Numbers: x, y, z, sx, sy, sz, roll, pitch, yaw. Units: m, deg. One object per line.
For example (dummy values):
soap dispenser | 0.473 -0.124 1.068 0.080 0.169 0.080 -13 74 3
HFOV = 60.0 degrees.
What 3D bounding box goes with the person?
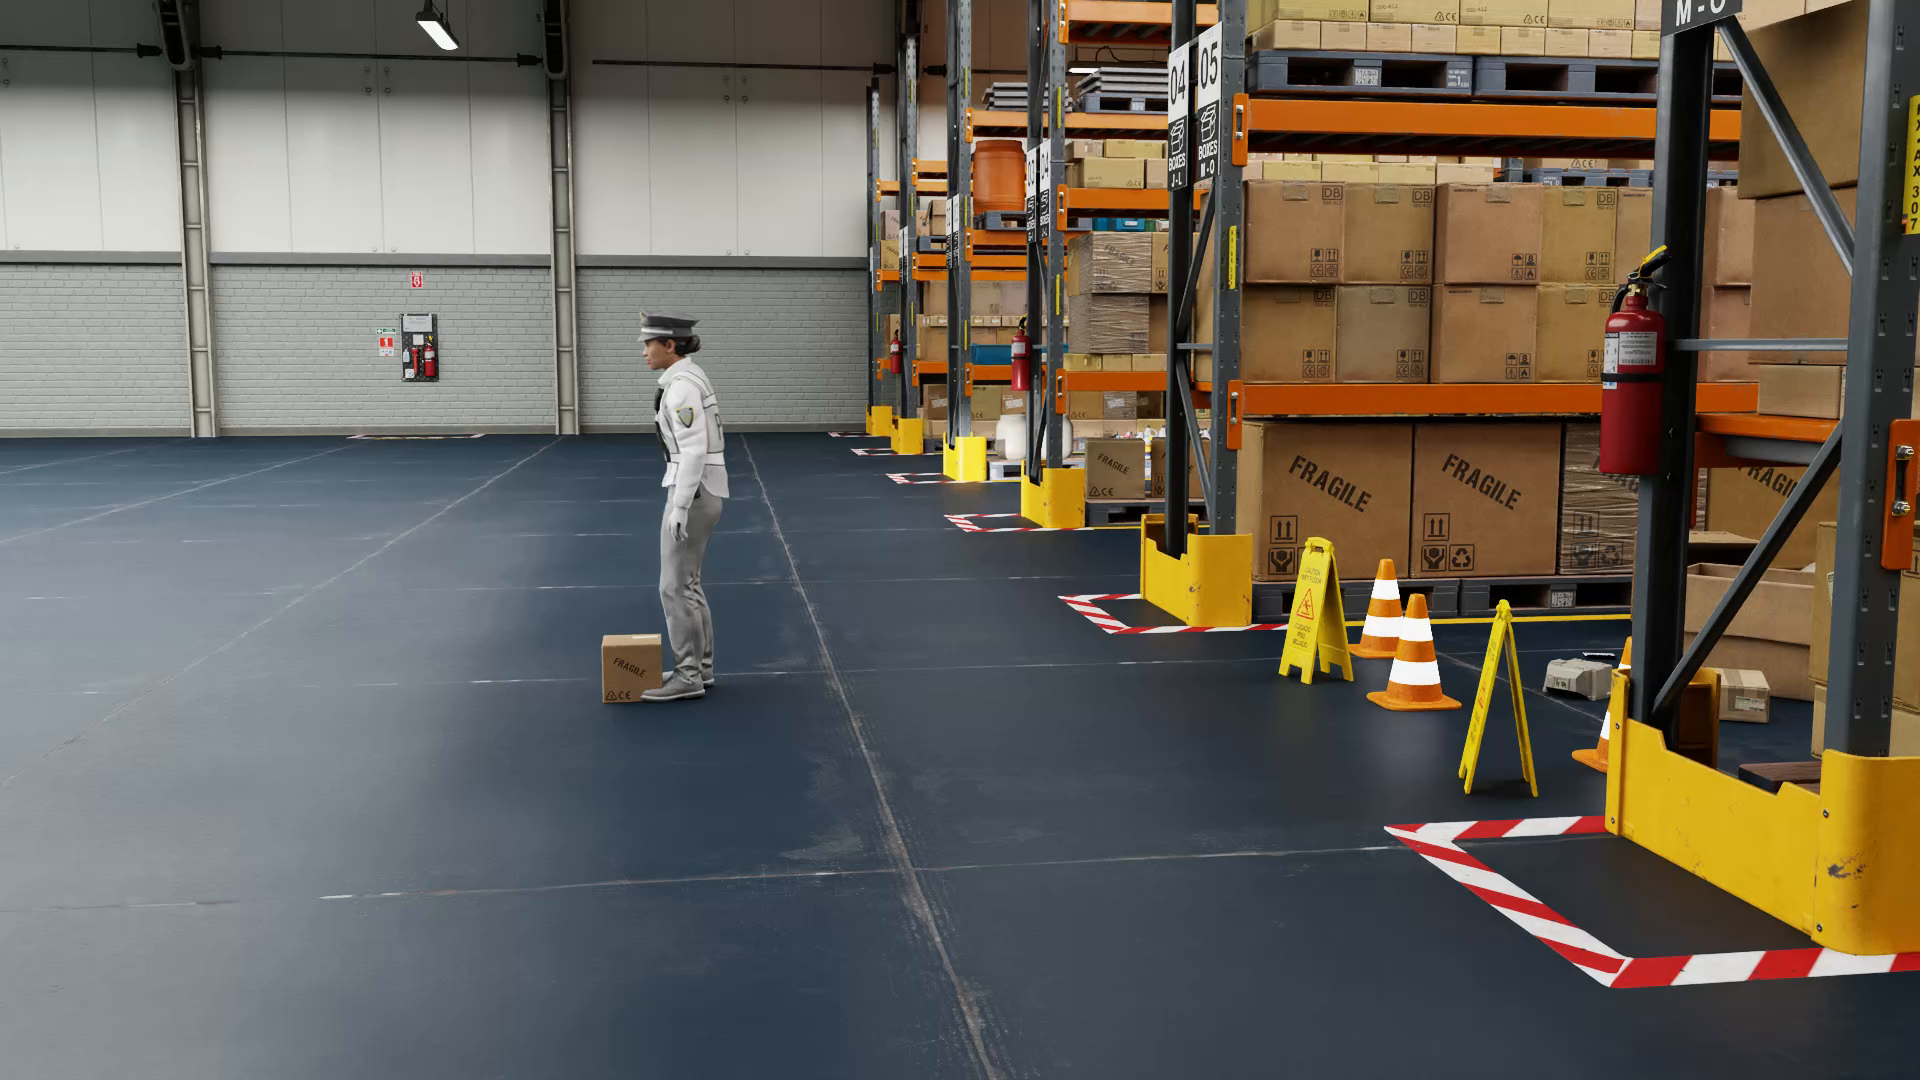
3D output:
person | -1.196 -0.153 7.143 0.405 1.663 0.537 -1 7 -10
